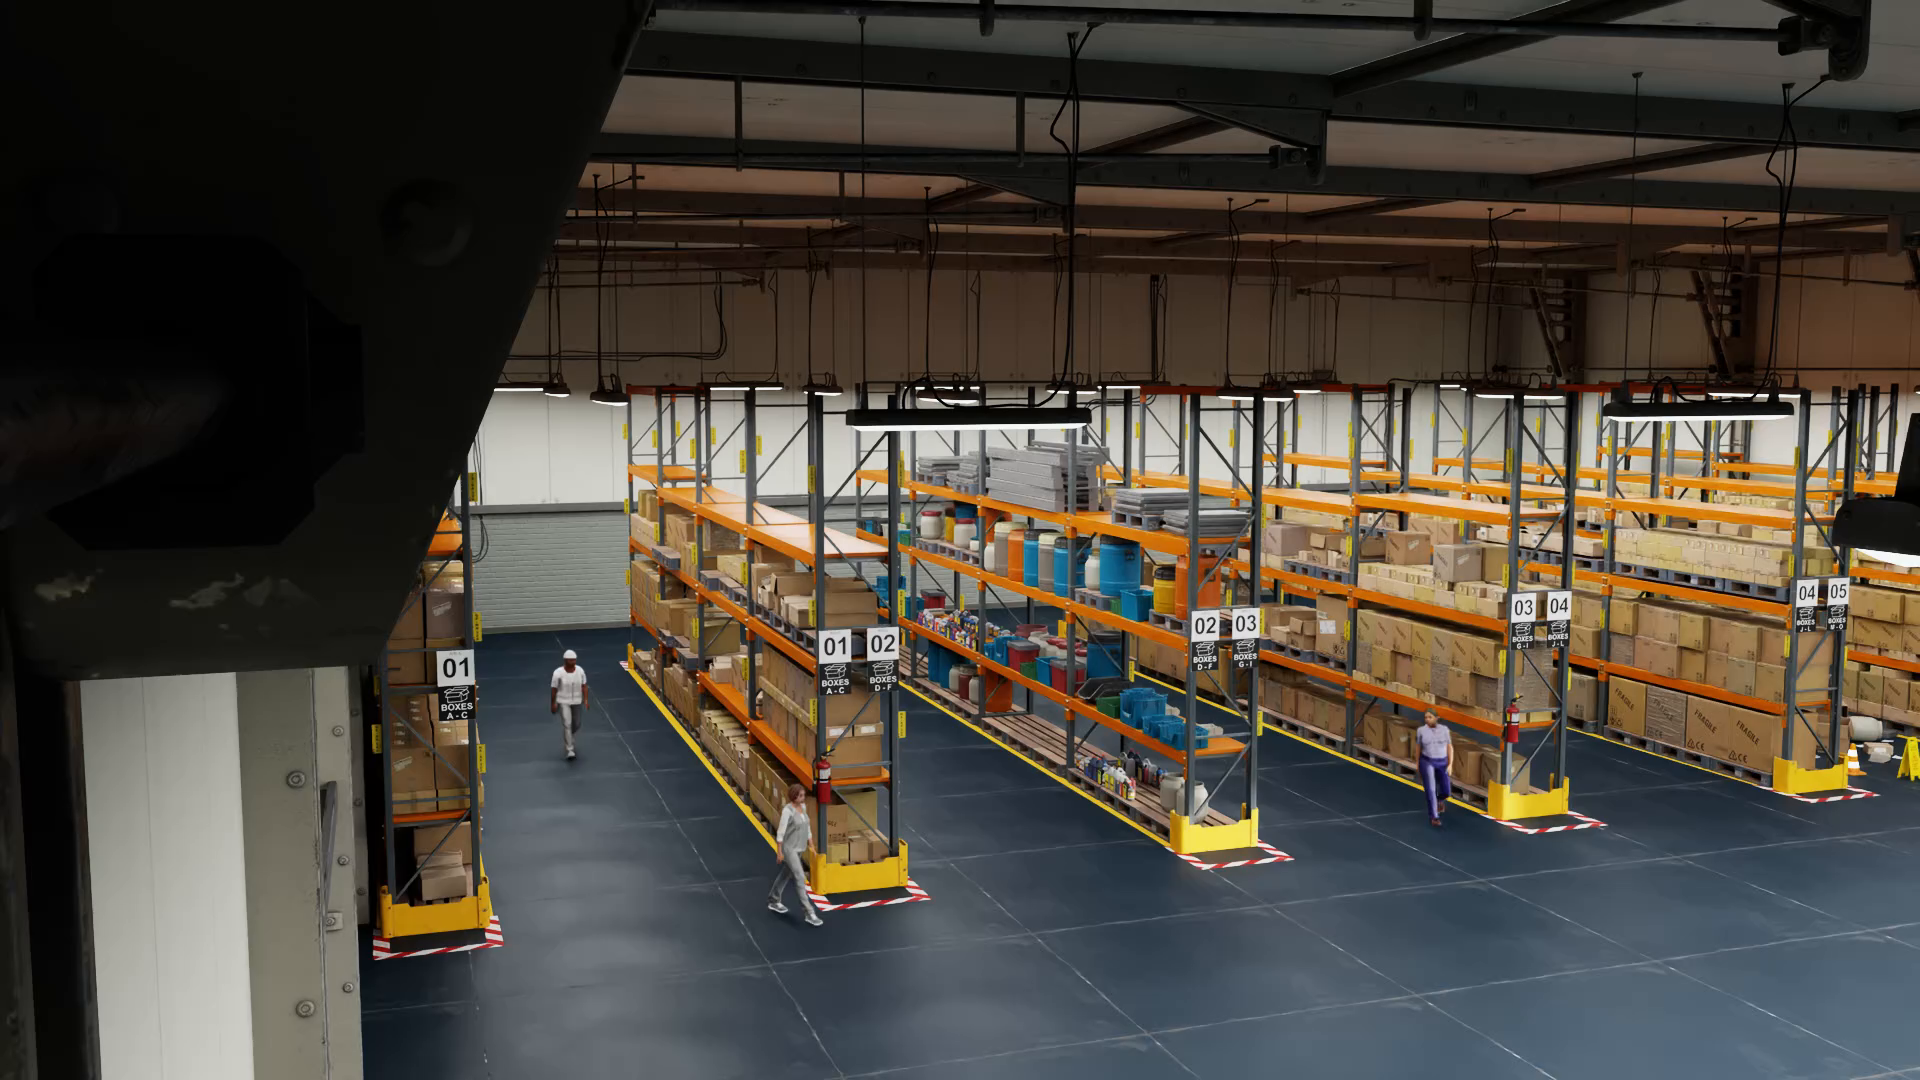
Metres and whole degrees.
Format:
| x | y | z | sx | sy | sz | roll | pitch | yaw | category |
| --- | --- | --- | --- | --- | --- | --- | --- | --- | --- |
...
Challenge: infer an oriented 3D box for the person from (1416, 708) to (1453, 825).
| x | y | z | sx | sy | sz | roll | pitch | yaw | category |
| --- | --- | --- | --- | --- | --- | --- | --- | --- | --- |
| 6.644 | 3.135 | 23.277 | 0.480 | 1.574 | 0.905 | 0 | 6 | 3 | person |

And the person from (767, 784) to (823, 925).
| x | y | z | sx | sy | sz | roll | pitch | yaw | category |
| --- | --- | --- | --- | --- | --- | --- | --- | --- | --- |
| -1.878 | 3.566 | 19.095 | 0.872 | 1.553 | 0.451 | 3 | 6 | 24 | person |

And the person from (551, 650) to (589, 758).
| x | y | z | sx | sy | sz | roll | pitch | yaw | category |
| --- | --- | --- | --- | --- | --- | --- | --- | --- | --- |
| -6.424 | 2.658 | 27.368 | 0.589 | 1.712 | 1.041 | -4 | 7 | -36 | person |
